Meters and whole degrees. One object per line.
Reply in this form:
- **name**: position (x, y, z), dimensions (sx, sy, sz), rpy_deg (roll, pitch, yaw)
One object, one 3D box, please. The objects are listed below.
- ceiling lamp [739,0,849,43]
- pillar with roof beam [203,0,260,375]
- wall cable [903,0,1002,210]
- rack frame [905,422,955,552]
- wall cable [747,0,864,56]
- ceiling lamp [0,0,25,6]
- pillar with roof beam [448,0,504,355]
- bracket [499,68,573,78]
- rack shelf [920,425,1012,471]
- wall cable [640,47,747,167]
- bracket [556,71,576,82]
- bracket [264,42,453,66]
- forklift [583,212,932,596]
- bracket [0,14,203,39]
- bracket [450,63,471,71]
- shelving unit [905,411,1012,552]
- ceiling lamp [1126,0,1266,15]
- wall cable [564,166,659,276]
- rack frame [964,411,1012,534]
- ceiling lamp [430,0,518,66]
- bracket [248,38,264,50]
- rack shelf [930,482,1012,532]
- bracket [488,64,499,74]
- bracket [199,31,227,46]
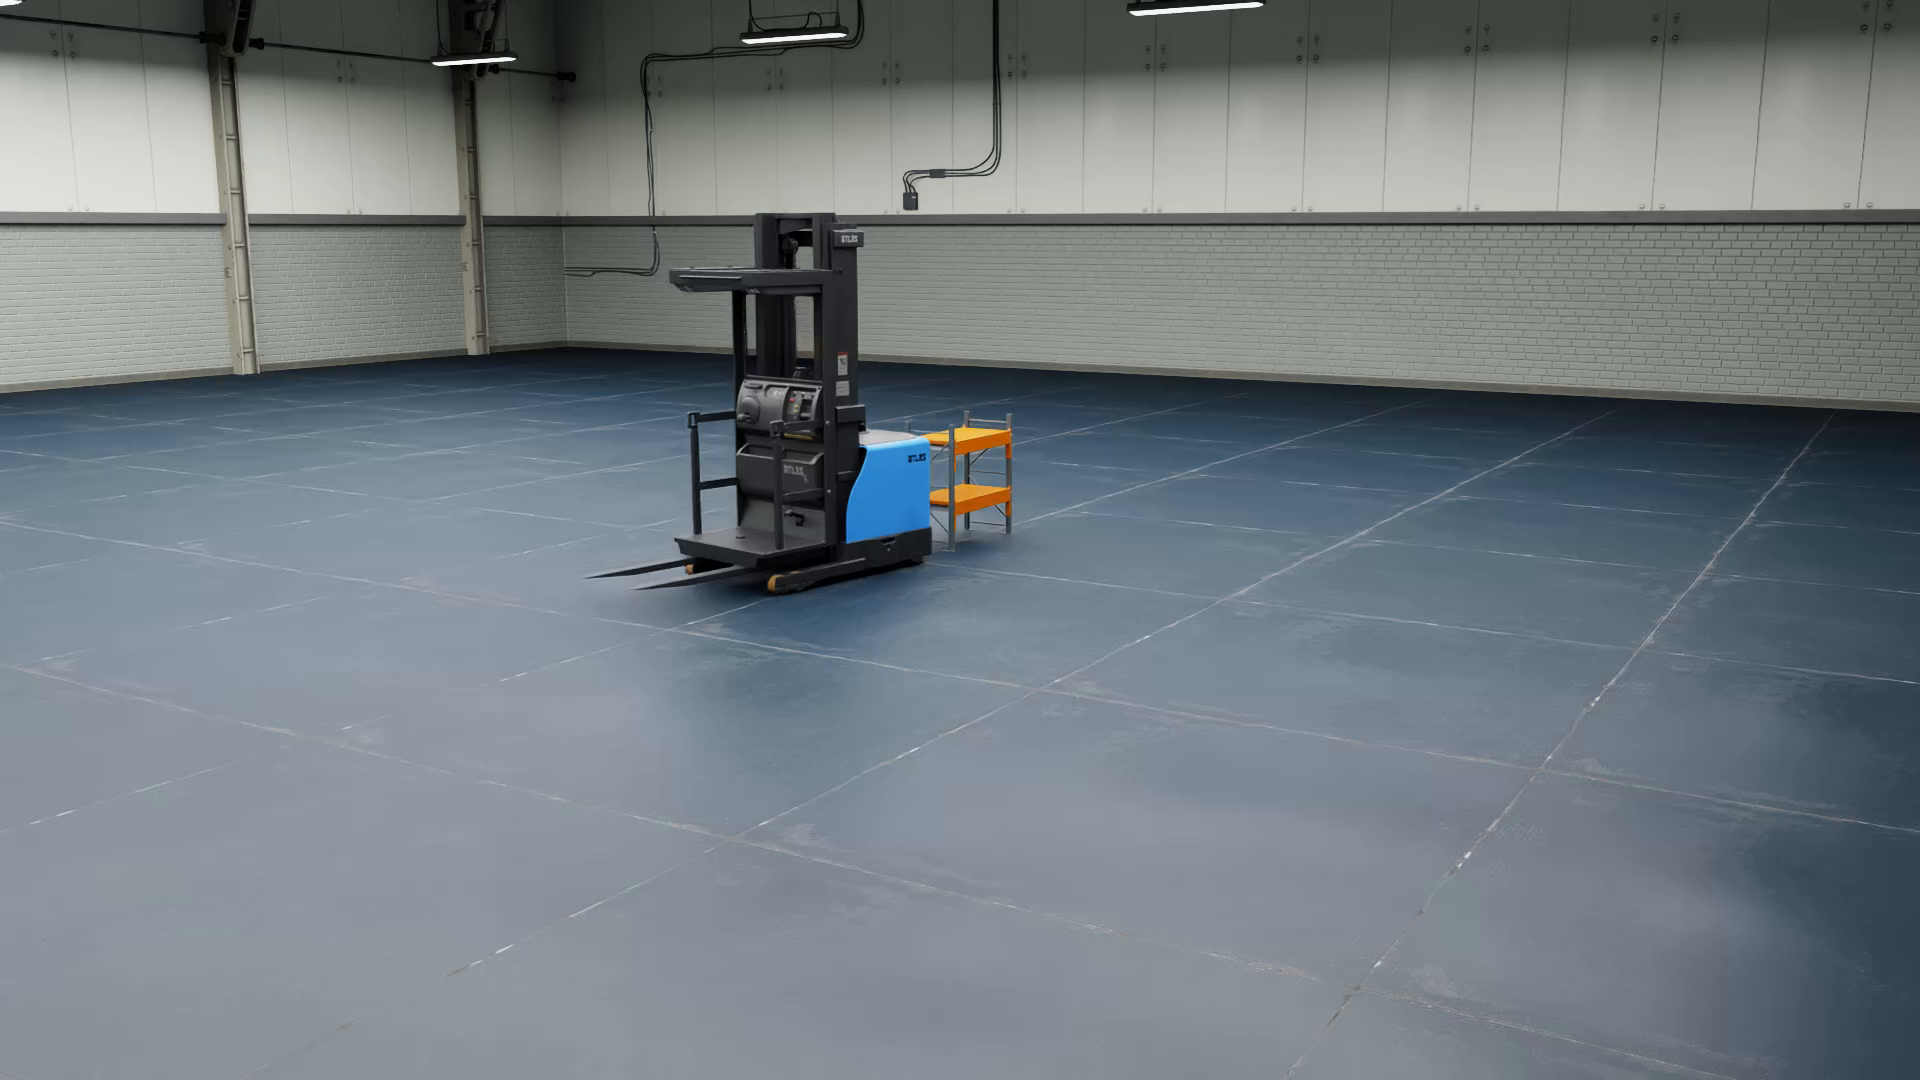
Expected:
- **ceiling lamp**: position (-2.583, -9.751, 27.017), dimensions (2.000, 3.185, 0.800), rpy_deg (6, 12, 31)
- **pillar with roof beam**: position (-10.388, -7.294, 29.758), dimensions (9.100, 9.000, 0.548), rpy_deg (6, 12, 31)
- **wall cable**: position (-0.187, -9.748, 33.625), dimensions (2.305, 6.003, 0.169), rpy_deg (6, 12, 31)
- **rack frame**: position (-0.267, -0.472, 14.714), dimensions (0.500, 1.125, 0.032), rpy_deg (6, 12, 31)
- **wall cable**: position (-3.335, -11.624, 35.238), dimensions (3.097, 2.526, 0.112), rpy_deg (6, 12, 31)
- **ceiling lamp**: position (-13.629, -9.024, 23.135), dimensions (2.000, 3.185, 0.800), rpy_deg (6, 12, 31)
- **pillar with roof beam**: position (-7.273, -8.238, 34.799), dimensions (9.100, 9.000, 0.548), rpy_deg (6, 12, 31)
- **bracket**: position (-9.509, -10.730, 38.326), dimensions (0.076, 0.066, 3.189), rpy_deg (6, 12, 31)
- **rack shelf**: position (-0.004, -0.840, 15.087), dimensions (0.538, 0.278, 1.000), rpy_deg (6, 12, 31)
- **wall cable**: position (-5.980, -9.684, 37.236), dimensions (3.097, 2.526, 0.112), rpy_deg (6, 12, 31)
- **bracket**: position (-9.203, -10.823, 38.823), dimensions (0.235, 0.232, 0.430), rpy_deg (6, 12, 31)
- **bracket**: position (-12.202, -9.914, 33.970), dimensions (0.076, 0.066, 4.783), rpy_deg (6, 12, 31)
- **forklift**: position (-1.596, -1.112, 13.223), dimensions (1.130, 2.935, 3.031), rpy_deg (9, 14, 41)
- **bracket**: position (-15.317, -8.970, 28.930), dimensions (0.076, 0.066, 4.783), rpy_deg (6, 12, 31)
- **bracket**: position (-10.864, -10.319, 36.134), dimensions (0.235, 0.232, 0.430), rpy_deg (6, 12, 31)
- **shelving unit**: position (-0.004, -0.552, 15.141), dimensions (0.538, 1.125, 1.048), rpy_deg (6, 12, 31)
- **ceiling lamp**: position (3.451, -9.076, 23.414), dimensions (2.000, 3.185, 0.800), rpy_deg (6, 12, 31)
- **wall cable**: position (-8.292, -7.460, 39.081), dimensions (3.097, 2.526, 0.112), rpy_deg (6, 12, 31)
- **rack frame**: position (0.260, -0.632, 15.568), dimensions (0.500, 1.125, 0.032), rpy_deg (6, 12, 31)
- **ceiling lamp**: position (-8.899, -10.457, 30.788), dimensions (2.000, 3.185, 0.800), rpy_deg (6, 12, 31)
- **bracket**: position (-13.548, -9.506, 31.791), dimensions (0.235, 0.232, 0.430), rpy_deg (6, 12, 31)
- **rack shelf**: position (-0.004, -0.311, 15.186), dimensions (0.538, 0.278, 1.000), rpy_deg (6, 12, 31)
- **bracket**: position (-10.433, -10.450, 36.832), dimensions (0.235, 0.232, 0.430), rpy_deg (6, 12, 31)
- **bracket**: position (-13.979, -9.376, 31.094), dimensions (0.235, 0.232, 0.430), rpy_deg (6, 12, 31)
